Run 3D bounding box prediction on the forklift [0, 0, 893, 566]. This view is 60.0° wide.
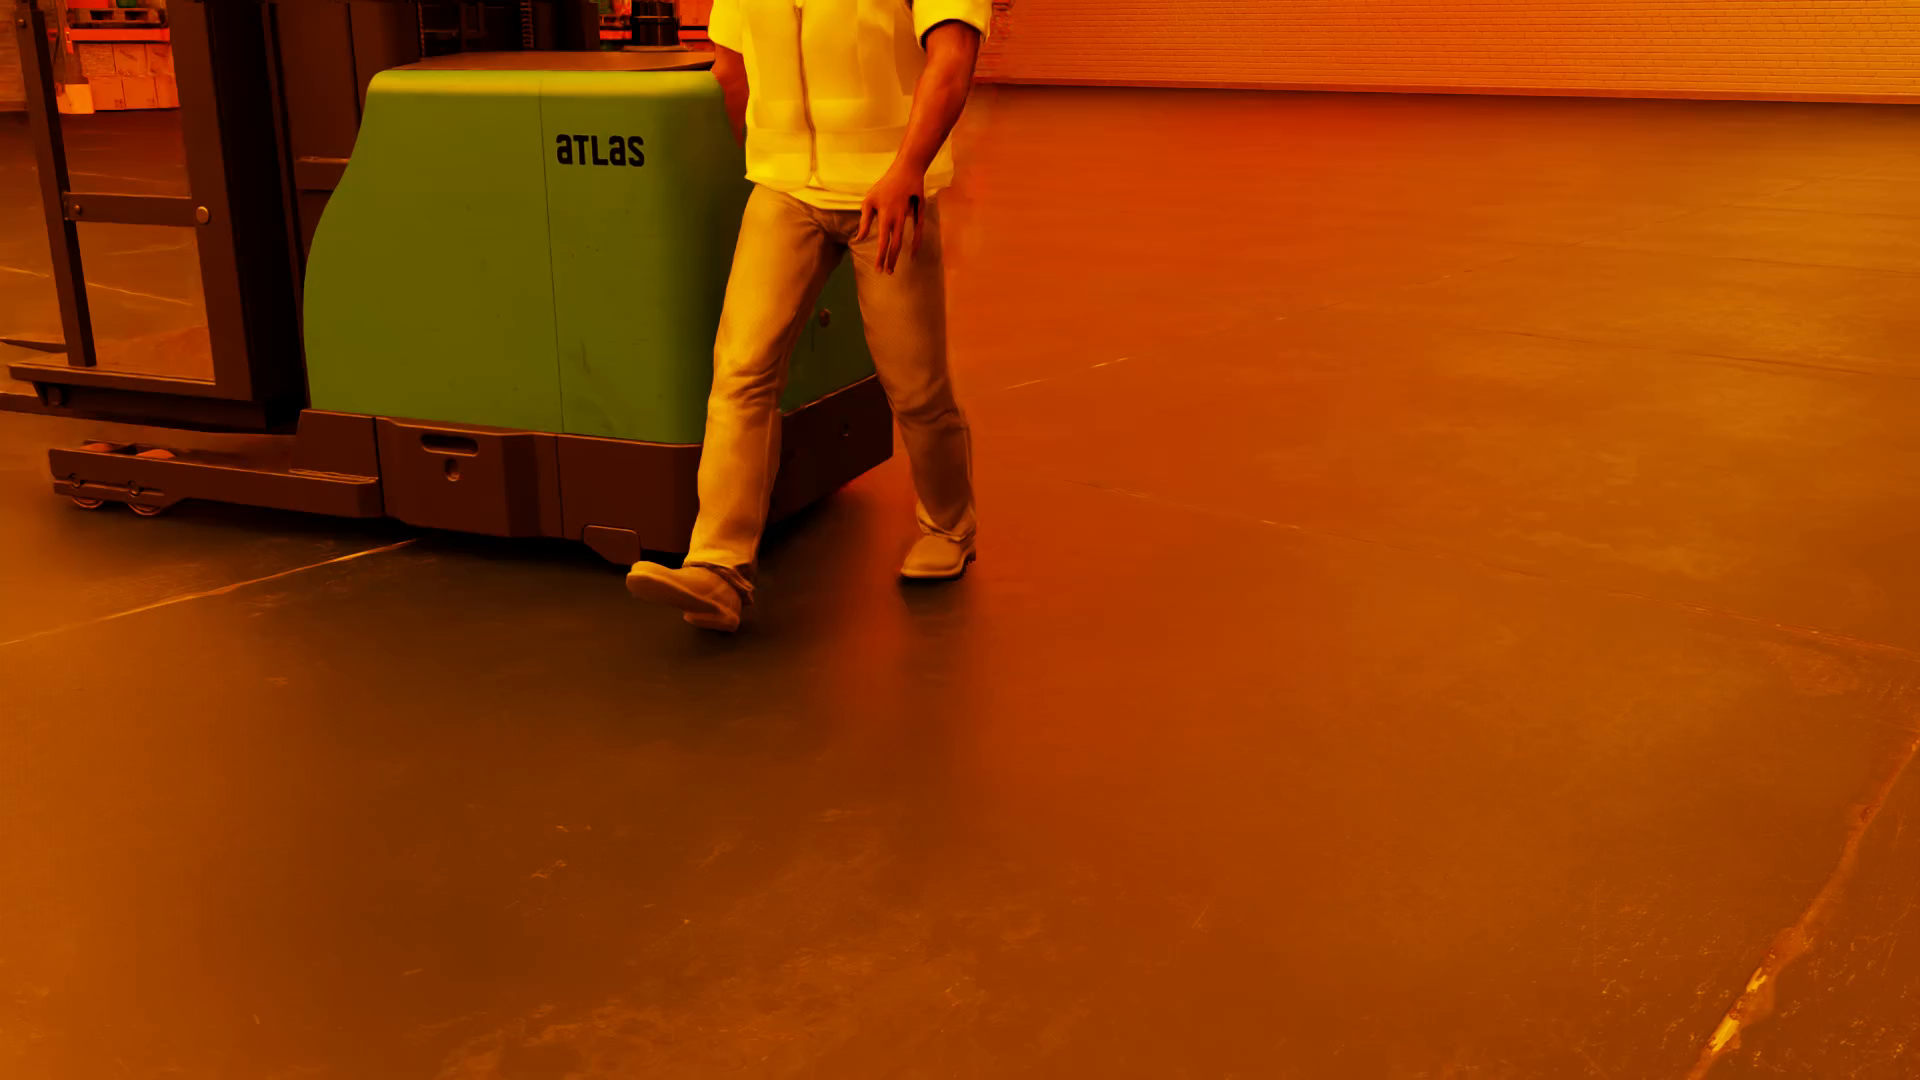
[{"bbox_3d":[-1.749,-1.596,4.152,3.031,2.935,1.130,6,18,20],"label":"forklift"}]

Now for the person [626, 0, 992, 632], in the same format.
[{"bbox_3d":[-0.302,-0.682,3.271,0.737,1.716,0.910,7,18,21],"label":"person"}]
